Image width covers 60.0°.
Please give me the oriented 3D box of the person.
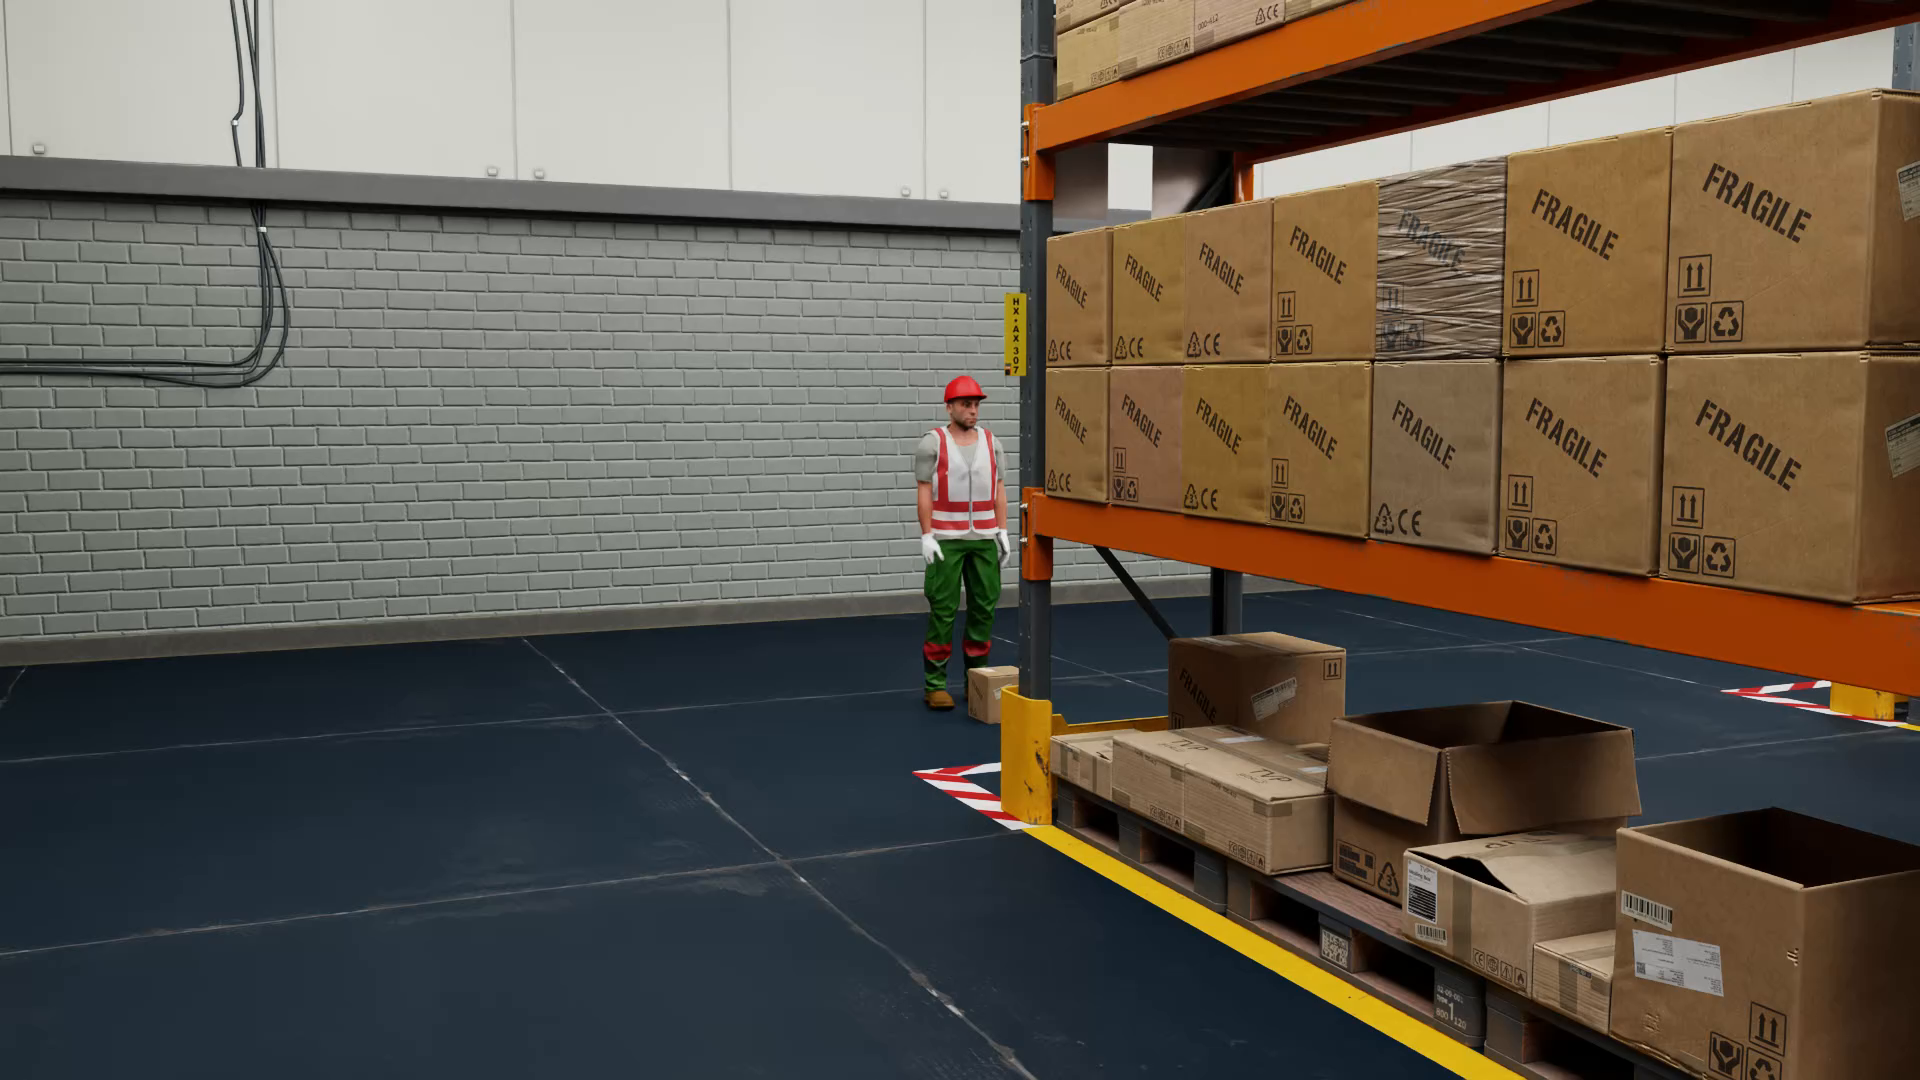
[{"bbox_3d":[0.020,0.005,9.020,0.525,1.785,0.346,-2,6,-22],"label":"person"}]
